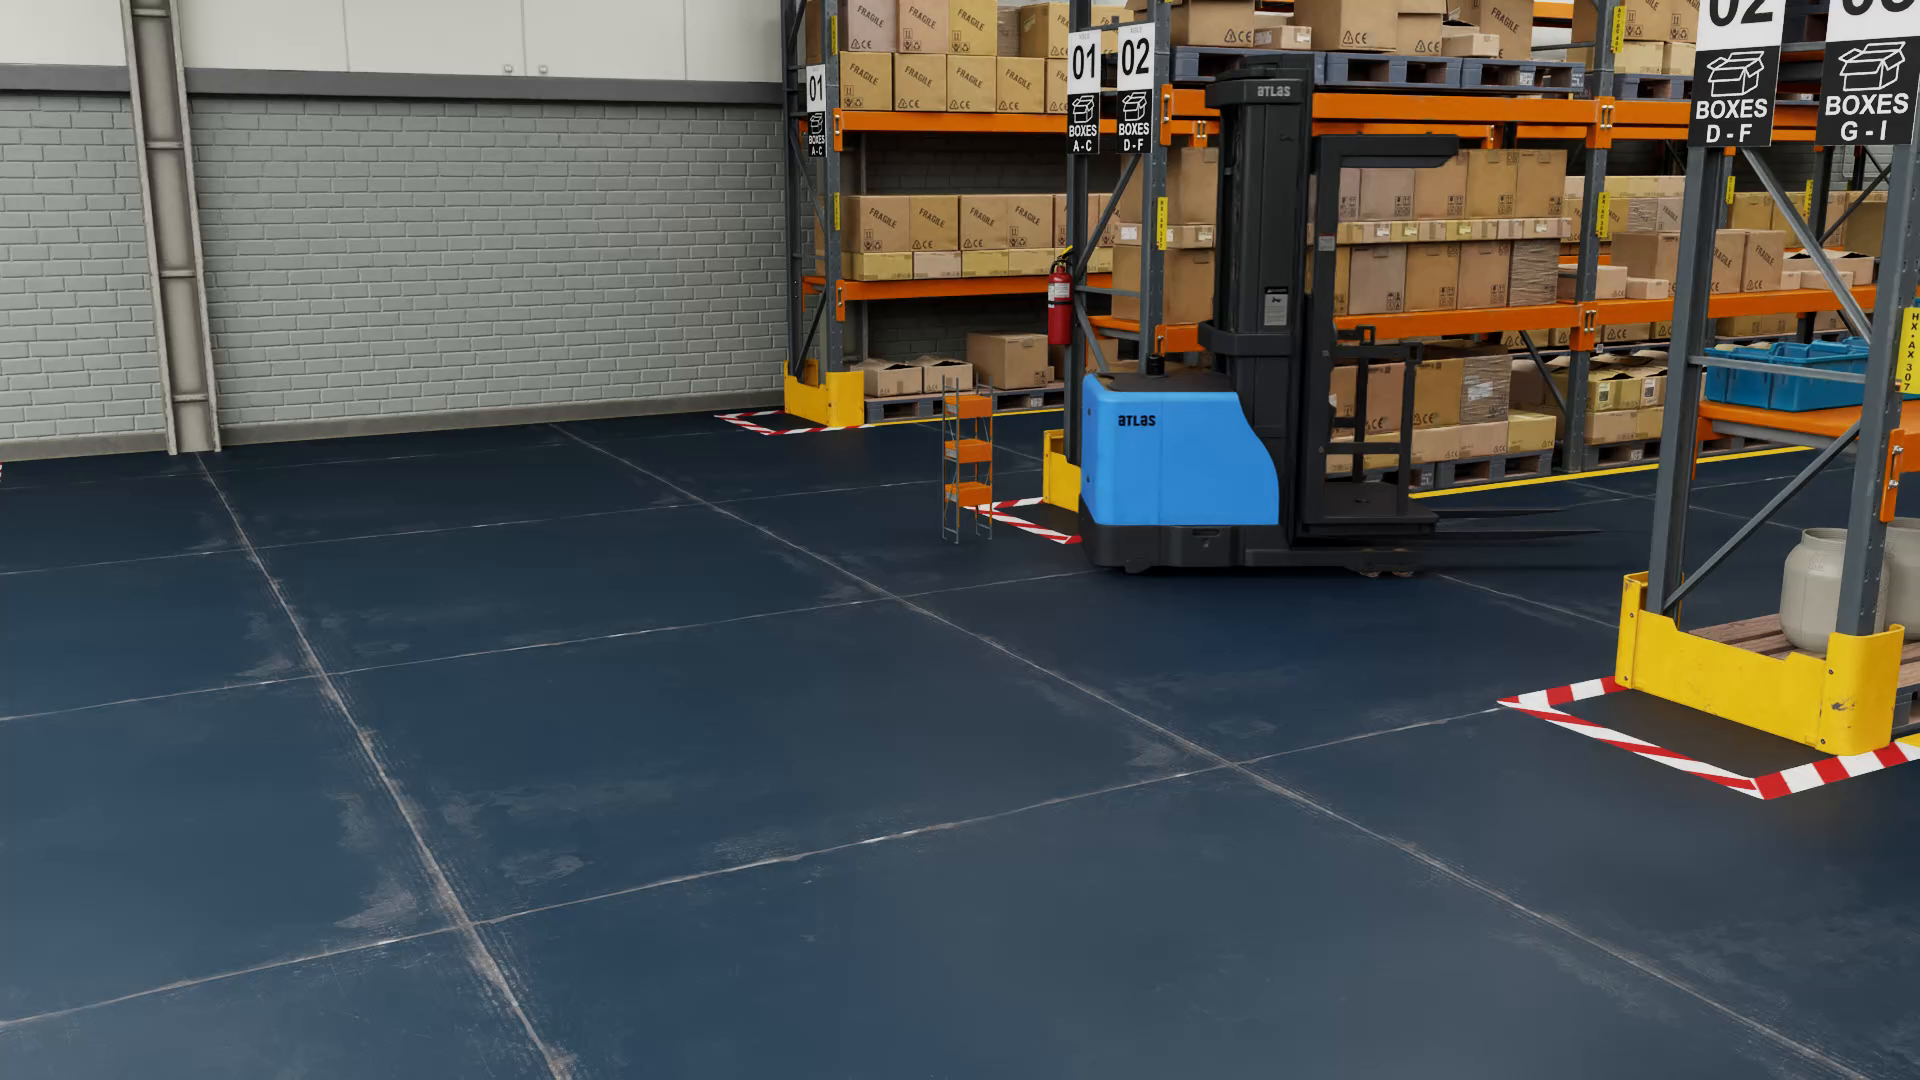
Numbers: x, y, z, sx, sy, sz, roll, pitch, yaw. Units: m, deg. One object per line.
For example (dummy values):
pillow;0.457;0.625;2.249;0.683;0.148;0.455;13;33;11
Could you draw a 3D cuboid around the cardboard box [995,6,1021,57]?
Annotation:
cardboard box;0.258;-4.871;16.038;0.500;0.500;0.500;-7;14;-28

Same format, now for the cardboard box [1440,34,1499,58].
cardboard box;3.603;-3.508;11.829;0.250;0.149;0.380;-7;14;-28

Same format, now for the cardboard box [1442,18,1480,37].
cardboard box;3.488;-3.707;12.347;0.500;0.311;0.500;-8;15;-31

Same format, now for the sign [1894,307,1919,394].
sign;3.650;-0.726;6.373;0.005;0.325;0.100;-7;14;-28

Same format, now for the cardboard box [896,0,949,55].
cardboard box;-0.438;-4.653;15.071;0.500;0.500;0.500;-7;14;-29

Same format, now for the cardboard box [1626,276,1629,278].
cardboard box;5.214;-2.136;13.573;0.258;0.266;0.396;-7;15;-29

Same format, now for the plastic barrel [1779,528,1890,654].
plastic barrel;3.931;0.227;7.477;0.421;0.512;0.421;0;13;0

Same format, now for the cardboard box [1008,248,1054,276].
cardboard box;0.567;-2.696;16.053;0.500;0.250;0.500;-7;14;-27

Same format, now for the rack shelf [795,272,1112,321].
rack shelf;0.398;-2.466;16.374;4.000;0.370;1.077;-7;14;-28

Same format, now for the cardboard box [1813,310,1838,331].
cardboard box;11.240;-3.077;22.185;0.500;0.500;0.700;-7;15;-30

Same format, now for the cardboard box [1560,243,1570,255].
cardboard box;6.949;-3.441;19.595;0.250;0.149;0.380;-6;14;-27

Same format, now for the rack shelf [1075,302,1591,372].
rack shelf;2.775;-1.512;12.134;4.000;0.370;1.077;-7;14;-28

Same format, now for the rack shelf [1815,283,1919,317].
rack shelf;9.797;-2.354;15.874;4.000;0.370;1.077;-7;14;-28

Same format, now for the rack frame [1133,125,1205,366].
rack frame;2.154;-3.028;17.230;0.127;3.000;1.000;-7;14;-28

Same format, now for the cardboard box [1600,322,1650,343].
cardboard box;7.889;-2.838;20.326;0.750;0.750;0.750;-6;14;-26

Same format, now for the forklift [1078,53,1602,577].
forklift;2.274;-1.330;9.843;3.031;2.935;1.130;0;13;-2

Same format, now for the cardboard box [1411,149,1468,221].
cardboard box;3.261;-2.601;12.153;0.500;0.500;0.700;-7;14;-28

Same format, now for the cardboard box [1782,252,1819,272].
cardboard box;7.164;-2.394;14.617;0.500;0.311;0.500;-7;14;-29

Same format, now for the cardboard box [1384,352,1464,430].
cardboard box;3.347;-1.108;12.299;0.500;0.500;0.500;-7;14;-28

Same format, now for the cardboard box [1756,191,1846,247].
cardboard box;10.937;-4.224;21.861;0.700;0.700;0.980;-8;15;-31

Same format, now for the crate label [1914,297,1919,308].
crate label;4.876;-0.961;7.965;0.616;0.435;0.502;-7;14;-28

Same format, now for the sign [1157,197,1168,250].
sign;1.280;-2.006;10.538;0.005;0.325;0.100;-7;14;-28

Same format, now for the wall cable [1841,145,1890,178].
wall cable;13.357;-5.103;24.137;1.851;1.984;0.084;-7;14;-28

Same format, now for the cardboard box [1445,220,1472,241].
cardboard box;3.501;-2.262;12.123;0.250;0.149;0.380;-7;14;-28

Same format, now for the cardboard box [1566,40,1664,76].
cardboard box;5.076;-3.731;12.911;0.500;0.250;0.500;-5;14;-22

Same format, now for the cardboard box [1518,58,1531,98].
cardboard box;6.055;-5.236;18.983;0.500;0.500;0.700;-8;15;-32

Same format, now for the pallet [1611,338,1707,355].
pallet;8.535;-2.413;20.851;1.213;0.211;1.003;-7;14;-28

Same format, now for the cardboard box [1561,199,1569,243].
cardboard box;6.678;-3.707;19.299;0.500;0.500;0.500;-6;14;-26

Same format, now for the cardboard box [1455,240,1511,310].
cardboard box;3.684;-2.017;12.514;0.500;0.500;0.700;-7;14;-28

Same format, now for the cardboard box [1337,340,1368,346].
cardboard box;4.127;-2.268;18.547;0.500;0.500;0.700;-7;14;-28

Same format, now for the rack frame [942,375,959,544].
rack frame;-0.060;-0.505;10.462;0.008;1.050;0.200;-7;14;-28

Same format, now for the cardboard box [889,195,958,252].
cardboard box;-0.355;-2.952;15.480;0.500;0.500;0.500;-7;14;-28

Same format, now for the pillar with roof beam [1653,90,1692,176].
pillar with roof beam;11.438;-6.207;17.693;0.400;9.000;9.100;-7;14;-28

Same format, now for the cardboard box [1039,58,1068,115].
cardboard box;0.911;-4.332;15.923;0.500;0.500;0.500;-7;15;-30

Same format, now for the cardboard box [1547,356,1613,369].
cardboard box;5.203;-1.364;13.867;0.500;0.311;0.500;-6;14;-26

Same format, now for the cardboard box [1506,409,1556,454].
cardboard box;4.228;-0.846;12.842;0.500;0.250;0.500;-7;14;-28

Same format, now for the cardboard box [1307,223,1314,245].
cardboard box;2.373;-2.126;11.521;0.250;0.149;0.380;-7;15;-30

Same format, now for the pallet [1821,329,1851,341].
pallet;12.022;-2.830;22.705;1.213;0.211;1.003;-7;14;-28

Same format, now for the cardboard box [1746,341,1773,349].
cardboard box;7.441;-1.633;15.061;0.500;0.311;0.500;-6;14;-26

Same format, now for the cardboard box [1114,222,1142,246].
cardboard box;1.264;-2.095;11.380;0.250;0.149;0.380;-7;15;-29

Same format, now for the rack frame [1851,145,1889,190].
rack frame;12.687;-4.290;22.840;0.127;3.000;1.000;-7;14;-28

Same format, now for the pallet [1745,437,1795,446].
pallet;7.300;-1.055;14.814;1.213;0.211;1.003;-7;14;-28

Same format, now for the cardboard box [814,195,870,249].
cardboard box;-1.045;-3.000;15.695;0.500;0.500;0.500;-7;14;-28

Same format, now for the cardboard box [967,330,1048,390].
cardboard box;0.462;-1.785;16.399;0.500;0.500;0.700;-8;15;-31

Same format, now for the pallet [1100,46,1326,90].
pallet;1.653;-3.142;11.109;1.213;0.211;1.003;-7;14;-28

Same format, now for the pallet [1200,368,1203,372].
pallet;2.837;-1.749;17.901;1.213;0.211;1.003;-7;14;-28

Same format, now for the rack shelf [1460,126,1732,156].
rack shelf;7.420;-4.771;19.784;4.000;0.370;1.077;-7;14;-28

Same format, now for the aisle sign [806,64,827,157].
aisle sign;-1.276;-3.810;14.784;0.004;0.787;0.394;-7;14;-28

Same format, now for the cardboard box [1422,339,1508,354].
cardboard box;3.974;-1.314;13.215;0.500;0.500;0.500;-7;14;-28

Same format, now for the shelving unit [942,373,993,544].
shelving unit;0.047;-0.518;10.519;0.252;1.050;0.215;-7;14;-28
